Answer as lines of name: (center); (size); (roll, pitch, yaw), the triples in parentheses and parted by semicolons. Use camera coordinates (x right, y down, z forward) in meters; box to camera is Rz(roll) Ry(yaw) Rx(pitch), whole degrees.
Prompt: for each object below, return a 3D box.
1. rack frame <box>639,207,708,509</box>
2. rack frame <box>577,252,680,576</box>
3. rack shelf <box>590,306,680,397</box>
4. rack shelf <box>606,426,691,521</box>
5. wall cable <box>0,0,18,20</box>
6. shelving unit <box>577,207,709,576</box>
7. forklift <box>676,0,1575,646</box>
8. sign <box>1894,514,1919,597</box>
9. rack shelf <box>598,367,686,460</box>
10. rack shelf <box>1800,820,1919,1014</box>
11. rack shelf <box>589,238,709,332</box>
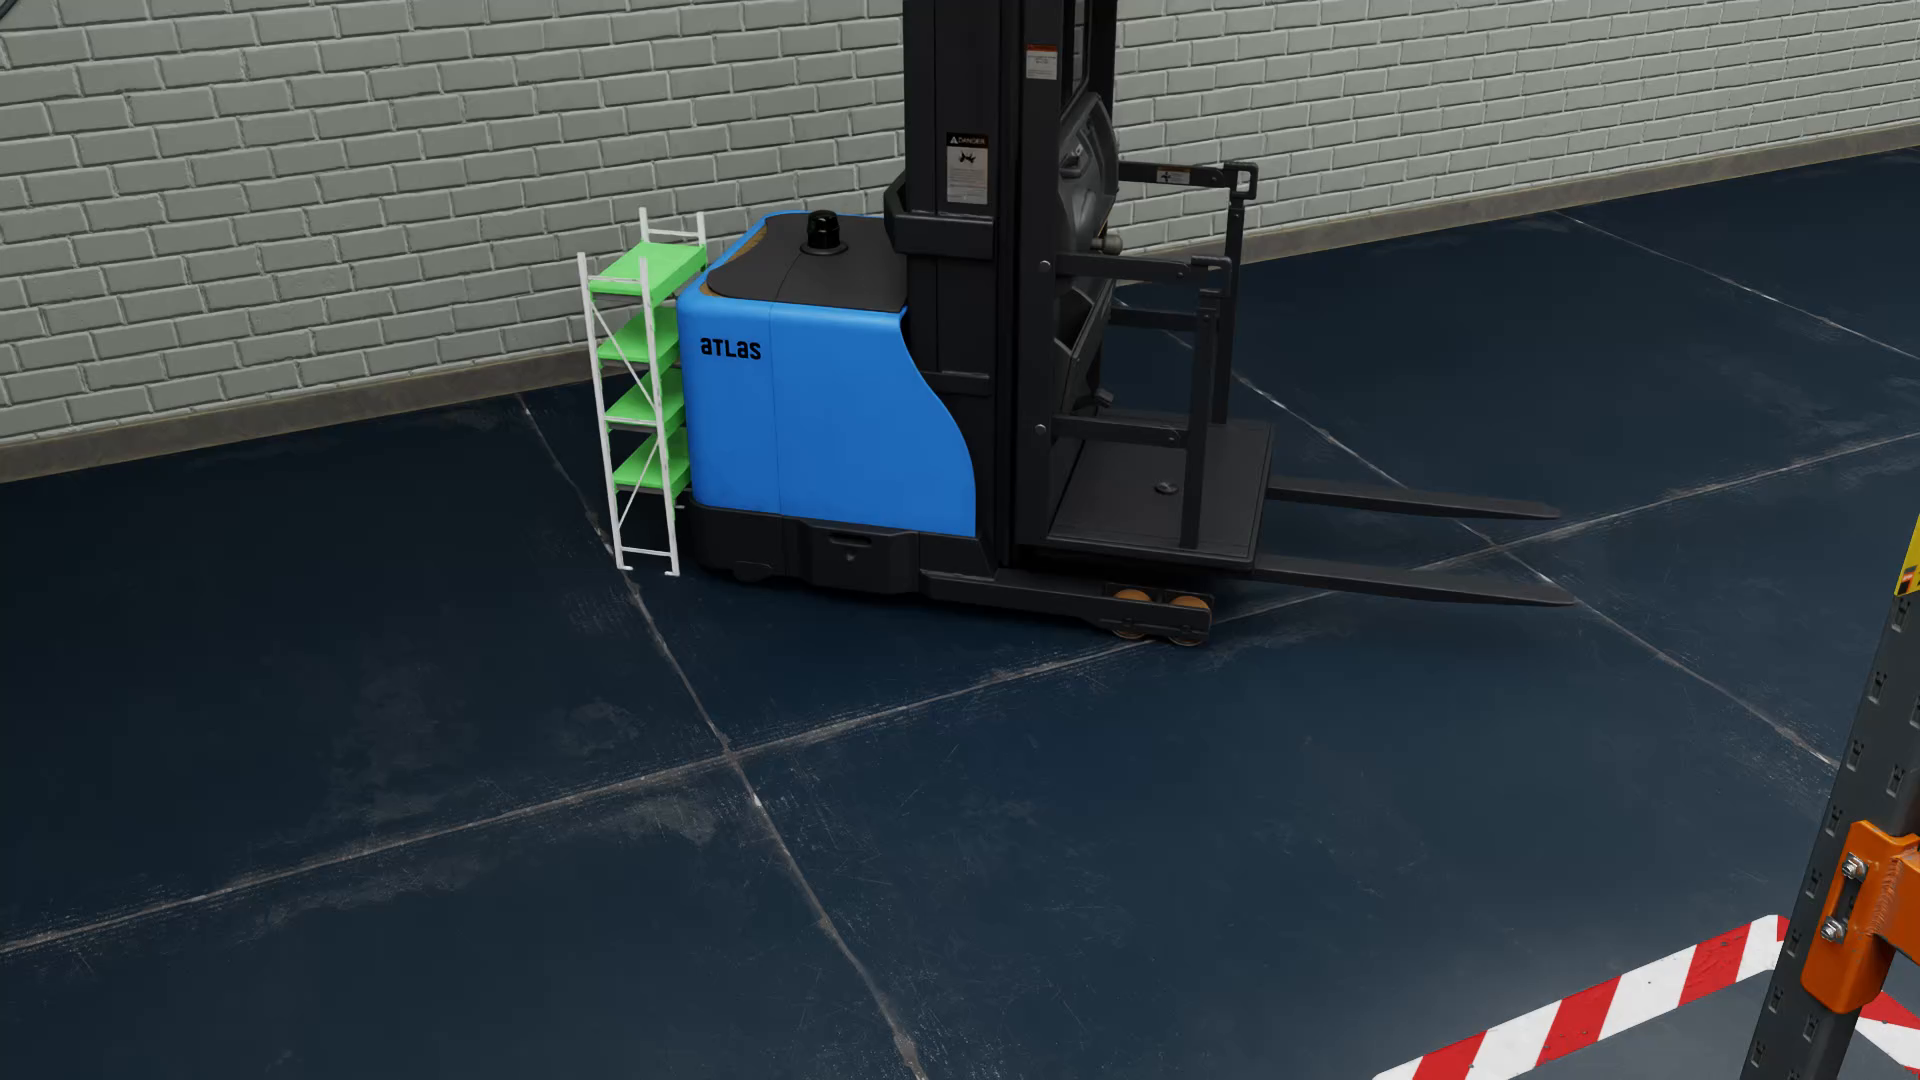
rack frame: (-1.014, -0.640, 6.163); (0.240, 1.200, 0.015); (7, 30, 13)
rack frame: (-1.138, -0.410, 5.751); (0.240, 1.200, 0.015); (7, 30, 13)
rack shelf: (-1.078, -0.679, 5.871); (0.258, 0.148, 0.480); (7, 30, 13)
rack shelf: (-1.073, -0.260, 6.105); (0.258, 0.148, 0.480); (7, 30, 13)
wall cable: (-4.648, -2.599, 4.858); (3.097, 2.526, 0.112); (-13, 32, -22)
shelving unit: (-1.076, -0.525, 5.957); (0.258, 1.200, 0.503); (7, 30, 13)
forklift: (0.610, -1.207, 5.406); (3.031, 2.935, 1.130); (7, 30, 12)
sign: (1.439, -0.068, 2.420); (0.100, 0.325, 0.005); (-13, 32, -22)
rack shelf: (-1.076, -0.469, 5.988); (0.258, 0.148, 0.480); (7, 30, 13)
rack shelf: (2.788, 1.393, 1.435); (1.077, 0.370, 4.000); (-13, 32, -22)
rack shelf: (-1.080, -0.889, 5.754); (0.258, 0.148, 0.480); (7, 30, 13)
